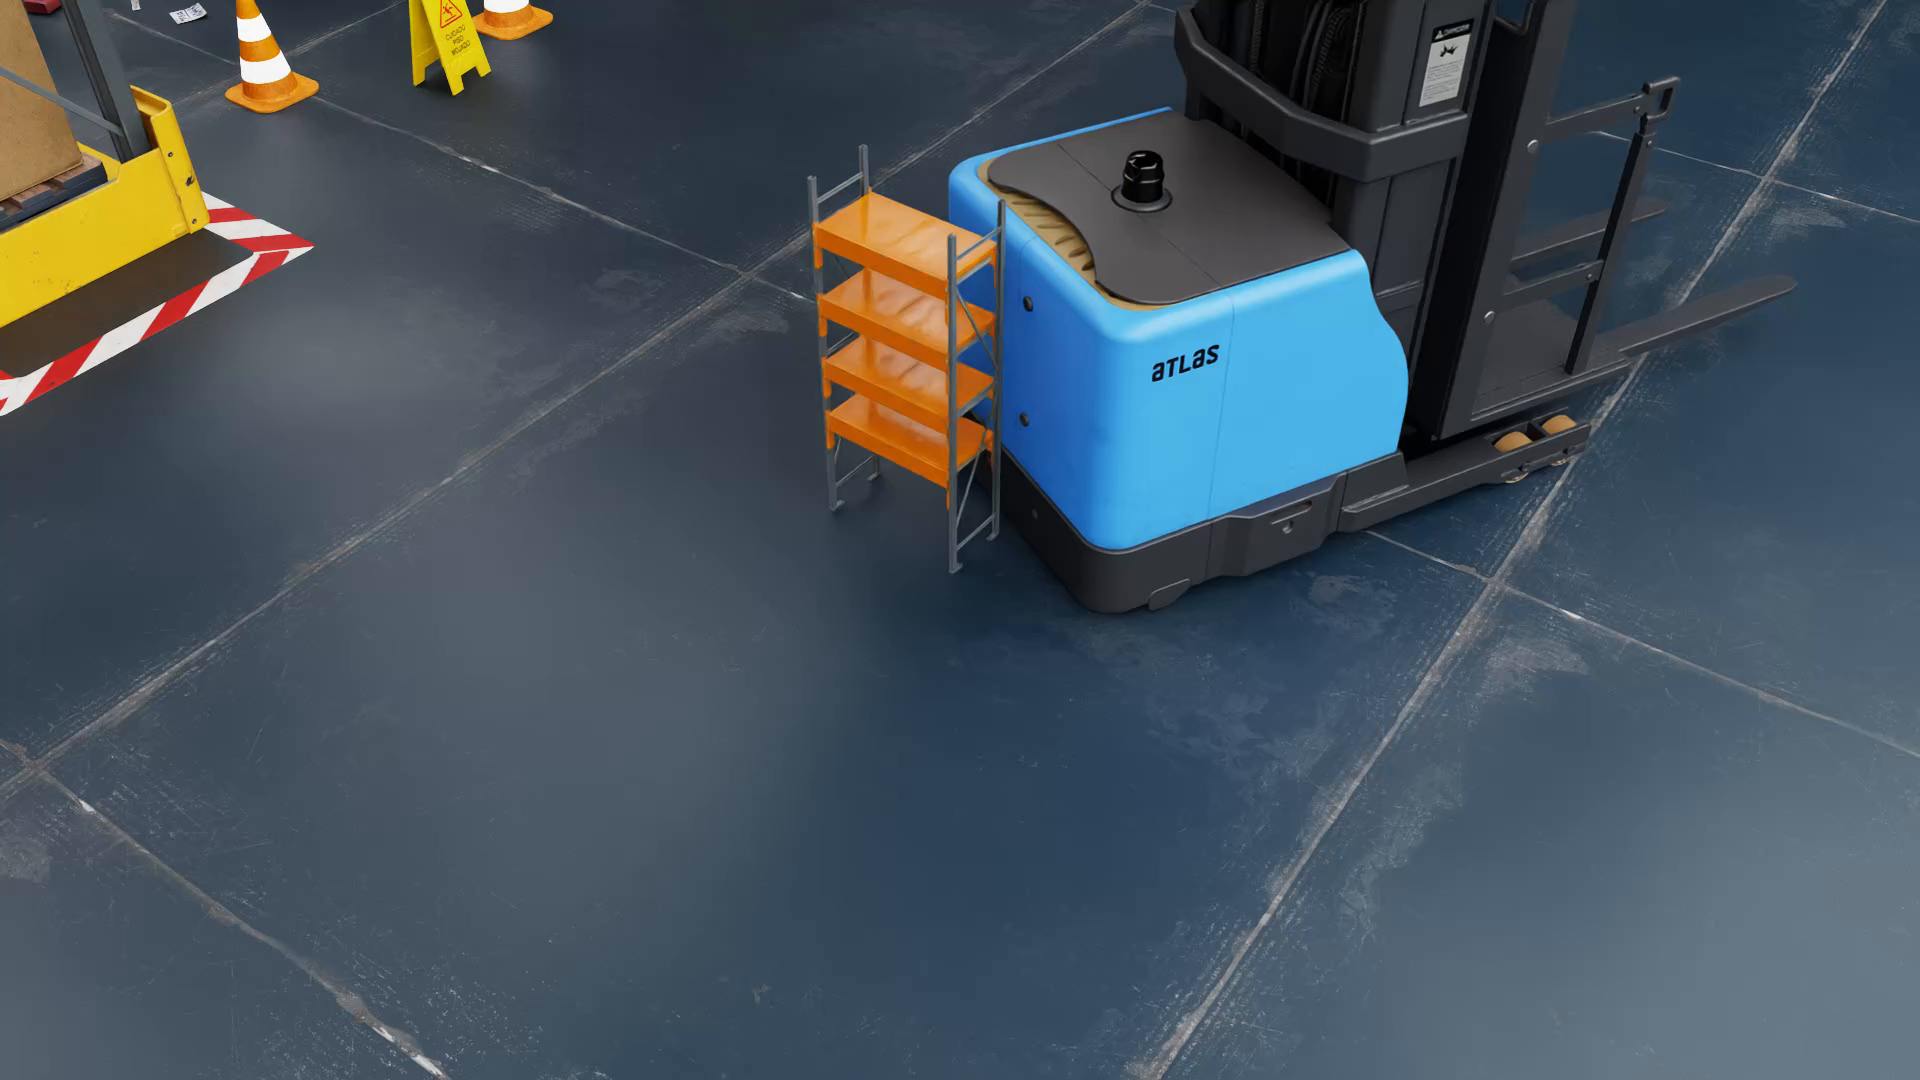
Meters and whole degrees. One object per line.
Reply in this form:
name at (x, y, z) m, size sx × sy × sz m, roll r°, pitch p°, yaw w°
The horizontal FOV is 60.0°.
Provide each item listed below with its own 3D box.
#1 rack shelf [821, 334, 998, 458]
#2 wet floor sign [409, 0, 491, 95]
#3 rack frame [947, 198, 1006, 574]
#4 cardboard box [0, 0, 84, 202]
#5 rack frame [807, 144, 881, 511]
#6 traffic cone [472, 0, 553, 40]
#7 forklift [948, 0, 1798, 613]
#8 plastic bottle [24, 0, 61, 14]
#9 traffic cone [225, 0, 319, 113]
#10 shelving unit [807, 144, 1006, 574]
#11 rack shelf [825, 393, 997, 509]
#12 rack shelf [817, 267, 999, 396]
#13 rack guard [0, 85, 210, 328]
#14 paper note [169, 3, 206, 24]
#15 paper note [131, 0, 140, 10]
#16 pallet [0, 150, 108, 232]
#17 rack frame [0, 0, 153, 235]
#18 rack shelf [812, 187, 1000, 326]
rack shelf at (-0.147, -0.456, 4.961) m, size 0.480 × 0.148 × 0.258 m, roll 27°, pitch 48°, yaw 27°
wet floor sign at (-2.322, -2.353, 7.396) m, size 0.232 × 0.644 × 0.267 m, roll 17°, pitch 45°, yaw 18°
rack frame at (0.046, -0.407, 4.805) m, size 0.015 × 1.200 × 0.240 m, roll 27°, pitch 48°, yaw 27°
cardboard box at (-4.076, -1.749, 6.233) m, size 0.875 × 0.875 × 0.875 m, roll 25°, pitch 48°, yaw 26°
rack frame at (-0.341, -0.606, 5.027) m, size 0.015 × 1.200 × 0.240 m, roll 27°, pitch 48°, yaw 27°
traffic cone at (-2.175, -2.680, 7.898) m, size 0.334 × 0.463 × 0.336 m, roll 25°, pitch 48°, yaw 25°
forklift at (1.500, -1.573, 4.810) m, size 3.031 × 2.935 × 1.130 m, roll -19°, pitch 45°, yaw -20°
plastic bottle at (-4.467, -2.684, 8.204) m, size 0.133 × 0.061 × 0.283 m, roll 10°, pitch 43°, yaw 11°
traffic cone at (-3.102, -2.194, 7.355) m, size 0.334 × 0.463 × 0.336 m, roll 25°, pitch 48°, yaw 25°
shelving unit at (-0.147, -0.506, 4.916) m, size 0.503 × 1.200 × 0.258 m, roll 27°, pitch 48°, yaw 27°
rack shelf at (-0.147, -0.308, 5.093) m, size 0.480 × 0.148 × 0.258 m, roll 27°, pitch 48°, yaw 27°
rack shelf at (-0.147, -0.623, 4.812) m, size 0.480 × 0.148 × 0.258 m, roll 27°, pitch 48°, yaw 27°
rack guard at (-3.463, -1.220, 6.238) m, size 0.348 × 0.500 × 1.175 m, roll 25°, pitch 48°, yaw 25°
paper note at (-3.758, -2.565, 8.095) m, size 0.144 × 0.017 × 0.142 m, roll -25°, pitch 48°, yaw -25°
paper note at (-4.060, -2.636, 8.188) m, size 0.032 × 0.001 × 0.123 m, roll -17°, pitch 45°, yaw -18°
pallet at (-4.183, -1.385, 6.639) m, size 1.213 × 0.211 × 1.003 m, roll 25°, pitch 48°, yaw 25°
rack frame at (-3.483, -2.160, 5.415) m, size 0.127 × 3.000 × 1.000 m, roll 25°, pitch 48°, yaw 25°
rack shelf at (-0.147, -0.799, 4.654) m, size 0.480 × 0.148 × 0.258 m, roll 27°, pitch 48°, yaw 27°
